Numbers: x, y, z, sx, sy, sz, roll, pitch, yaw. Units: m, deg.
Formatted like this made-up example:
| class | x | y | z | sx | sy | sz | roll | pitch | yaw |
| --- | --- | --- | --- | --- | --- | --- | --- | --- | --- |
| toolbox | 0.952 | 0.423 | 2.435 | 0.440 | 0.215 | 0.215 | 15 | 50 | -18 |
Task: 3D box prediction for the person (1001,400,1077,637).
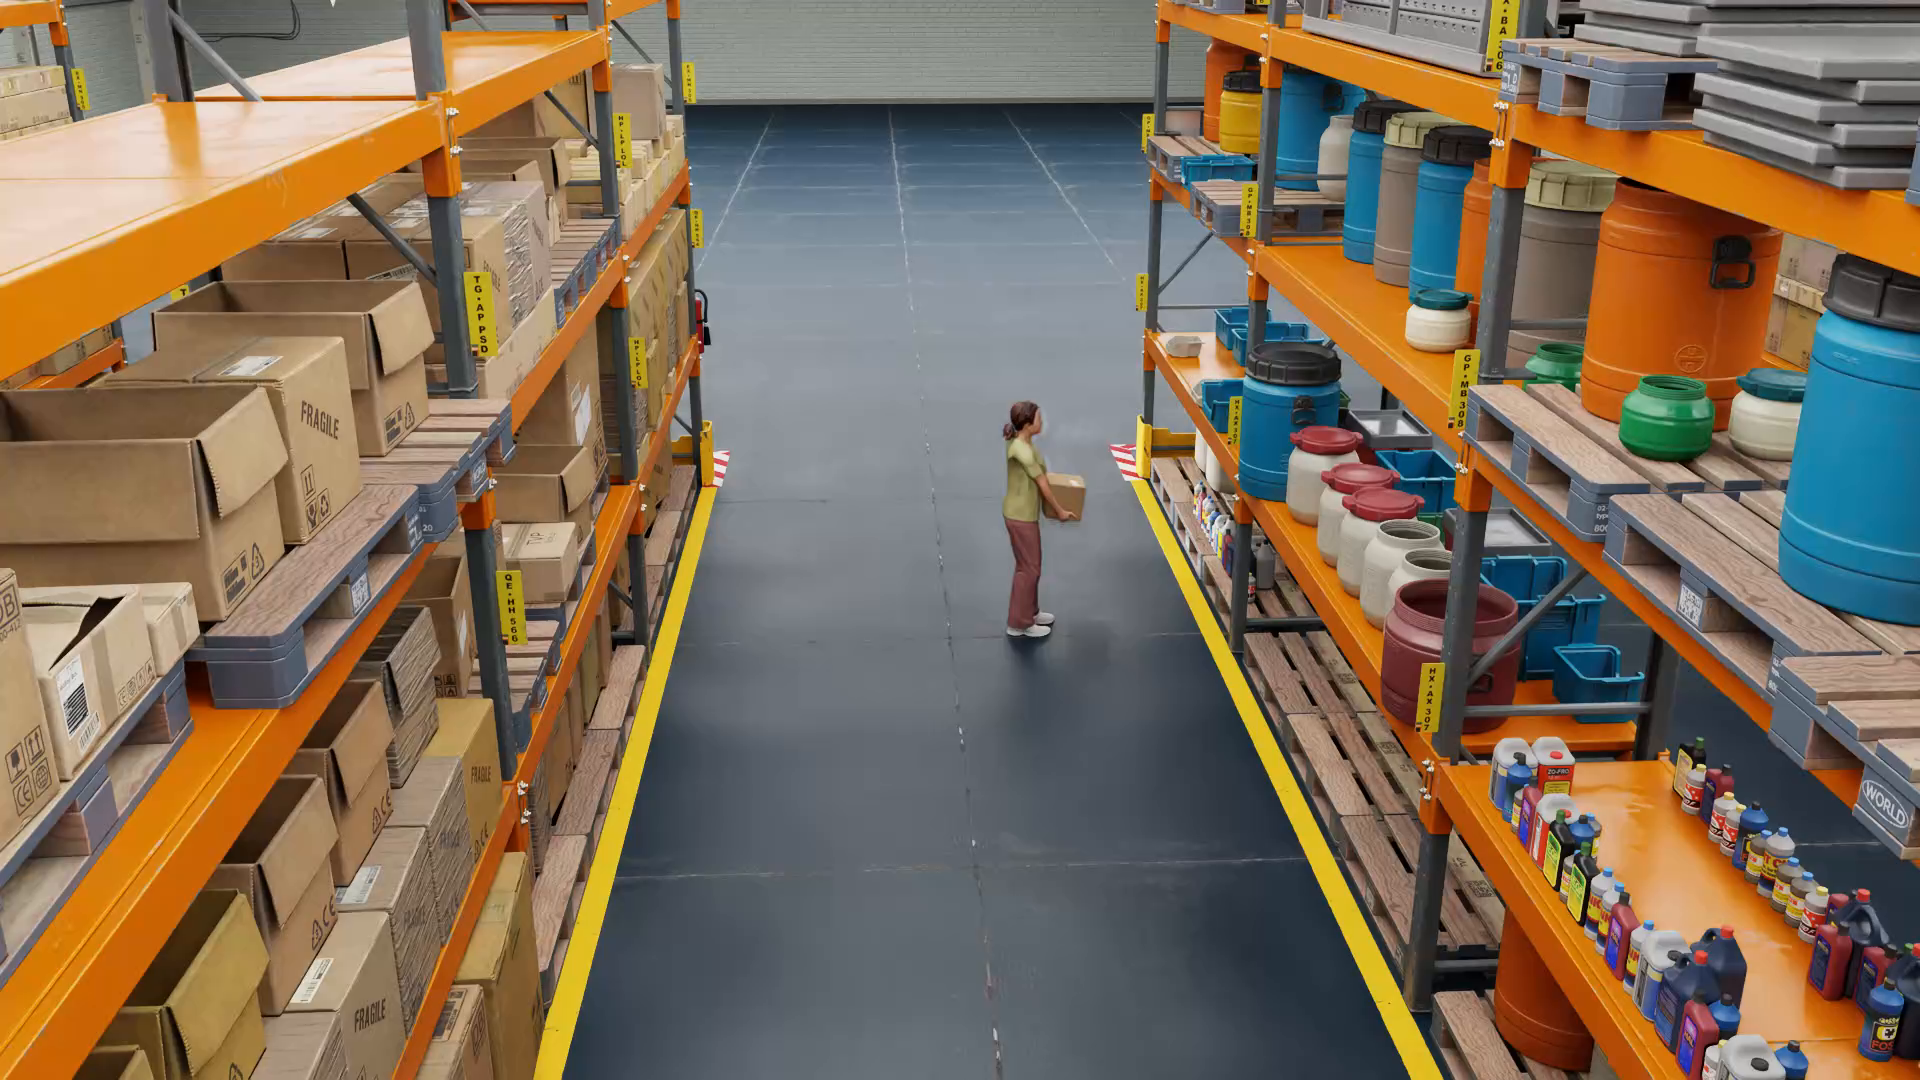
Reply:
| class | x | y | z | sx | sy | sz | roll | pitch | yaw |
| --- | --- | --- | --- | --- | --- | --- | --- | --- | --- |
| person | 0.533 | -0.158 | 11.521 | 0.514 | 1.669 | 0.406 | -1 | 21 | -4 |
